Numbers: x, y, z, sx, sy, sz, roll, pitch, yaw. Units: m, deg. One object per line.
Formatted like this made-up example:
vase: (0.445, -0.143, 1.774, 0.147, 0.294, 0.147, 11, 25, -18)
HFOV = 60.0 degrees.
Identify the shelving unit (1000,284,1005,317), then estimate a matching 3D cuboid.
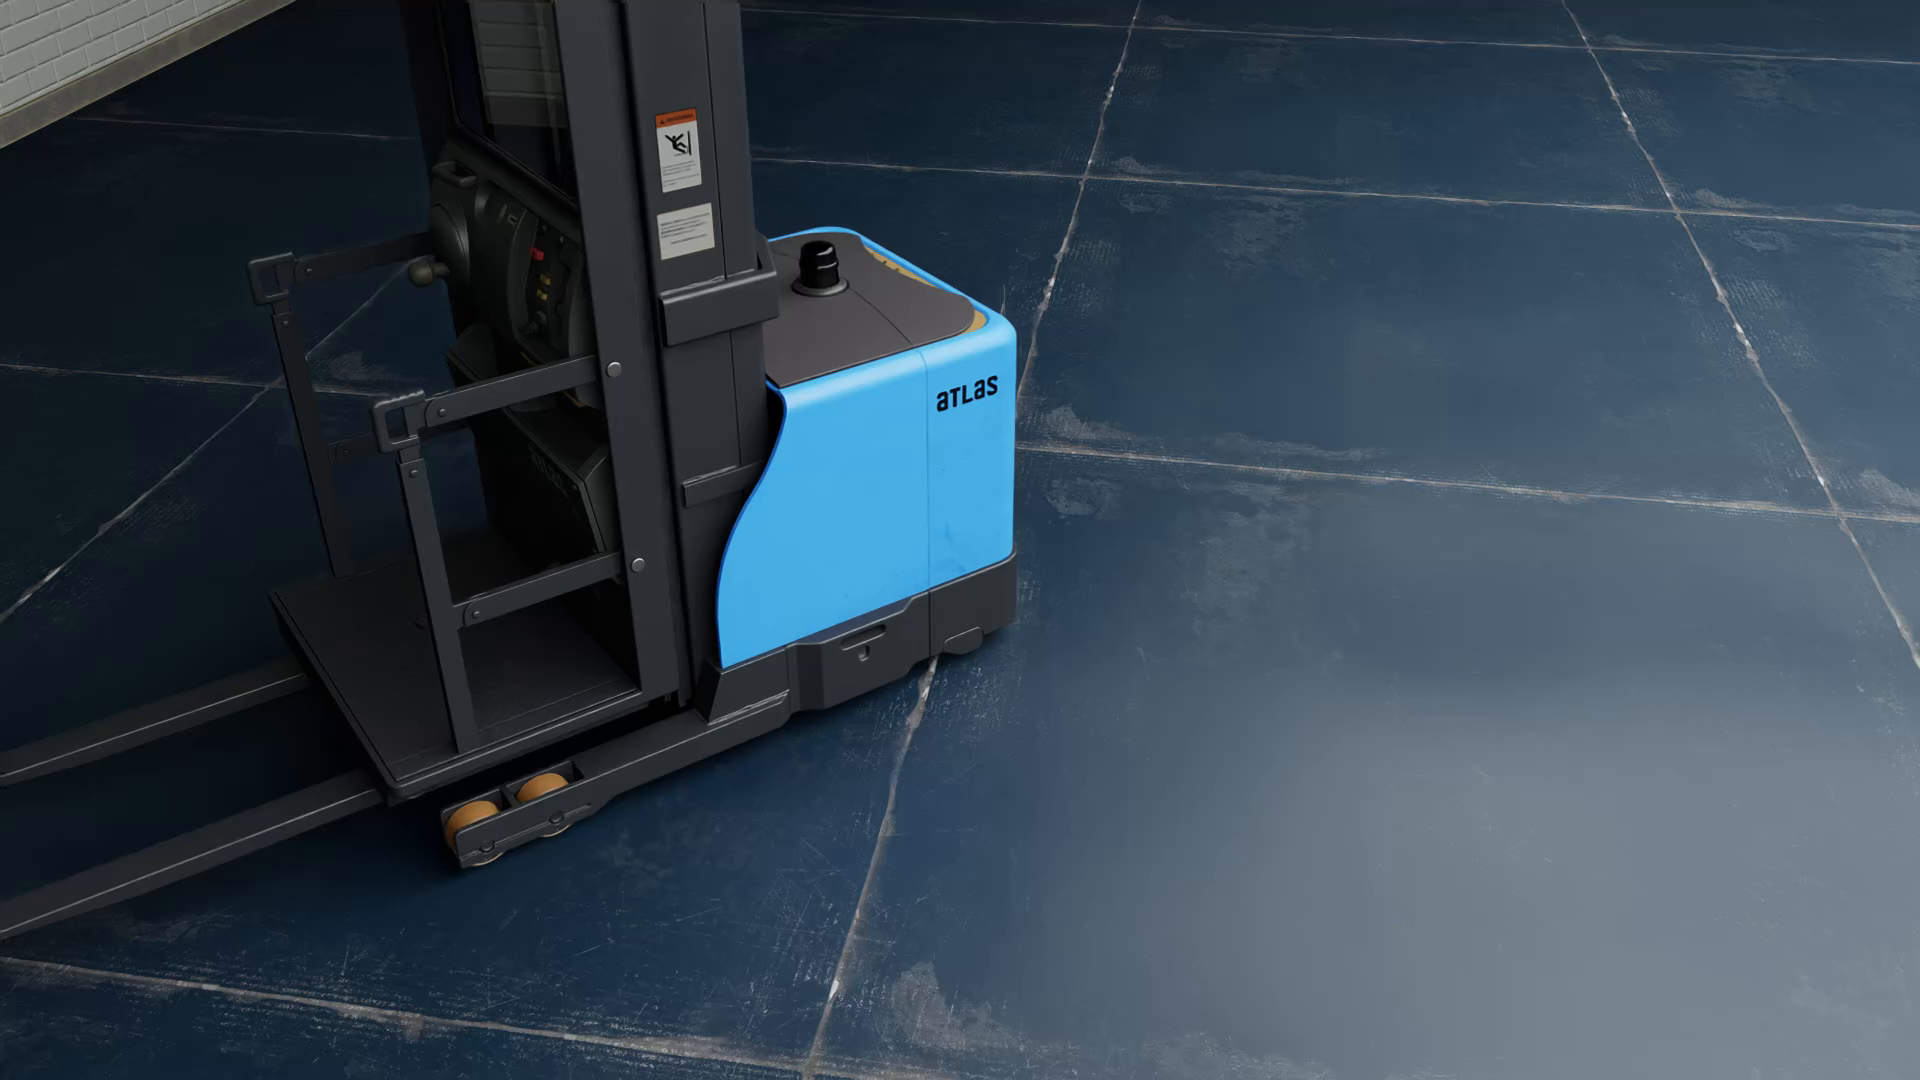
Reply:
shelving unit: (0.025, -0.388, 5.522, 0.210, 0.900, 0.258, 4, 32, 6)

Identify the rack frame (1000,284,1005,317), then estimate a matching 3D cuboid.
rack frame: (0.126, -0.381, 5.511, 0.006, 0.900, 0.240, 4, 32, 6)

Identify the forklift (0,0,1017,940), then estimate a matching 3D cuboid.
forklift: (-1.322, -0.706, 4.115, 3.031, 2.935, 1.130, -20, 37, -29)
